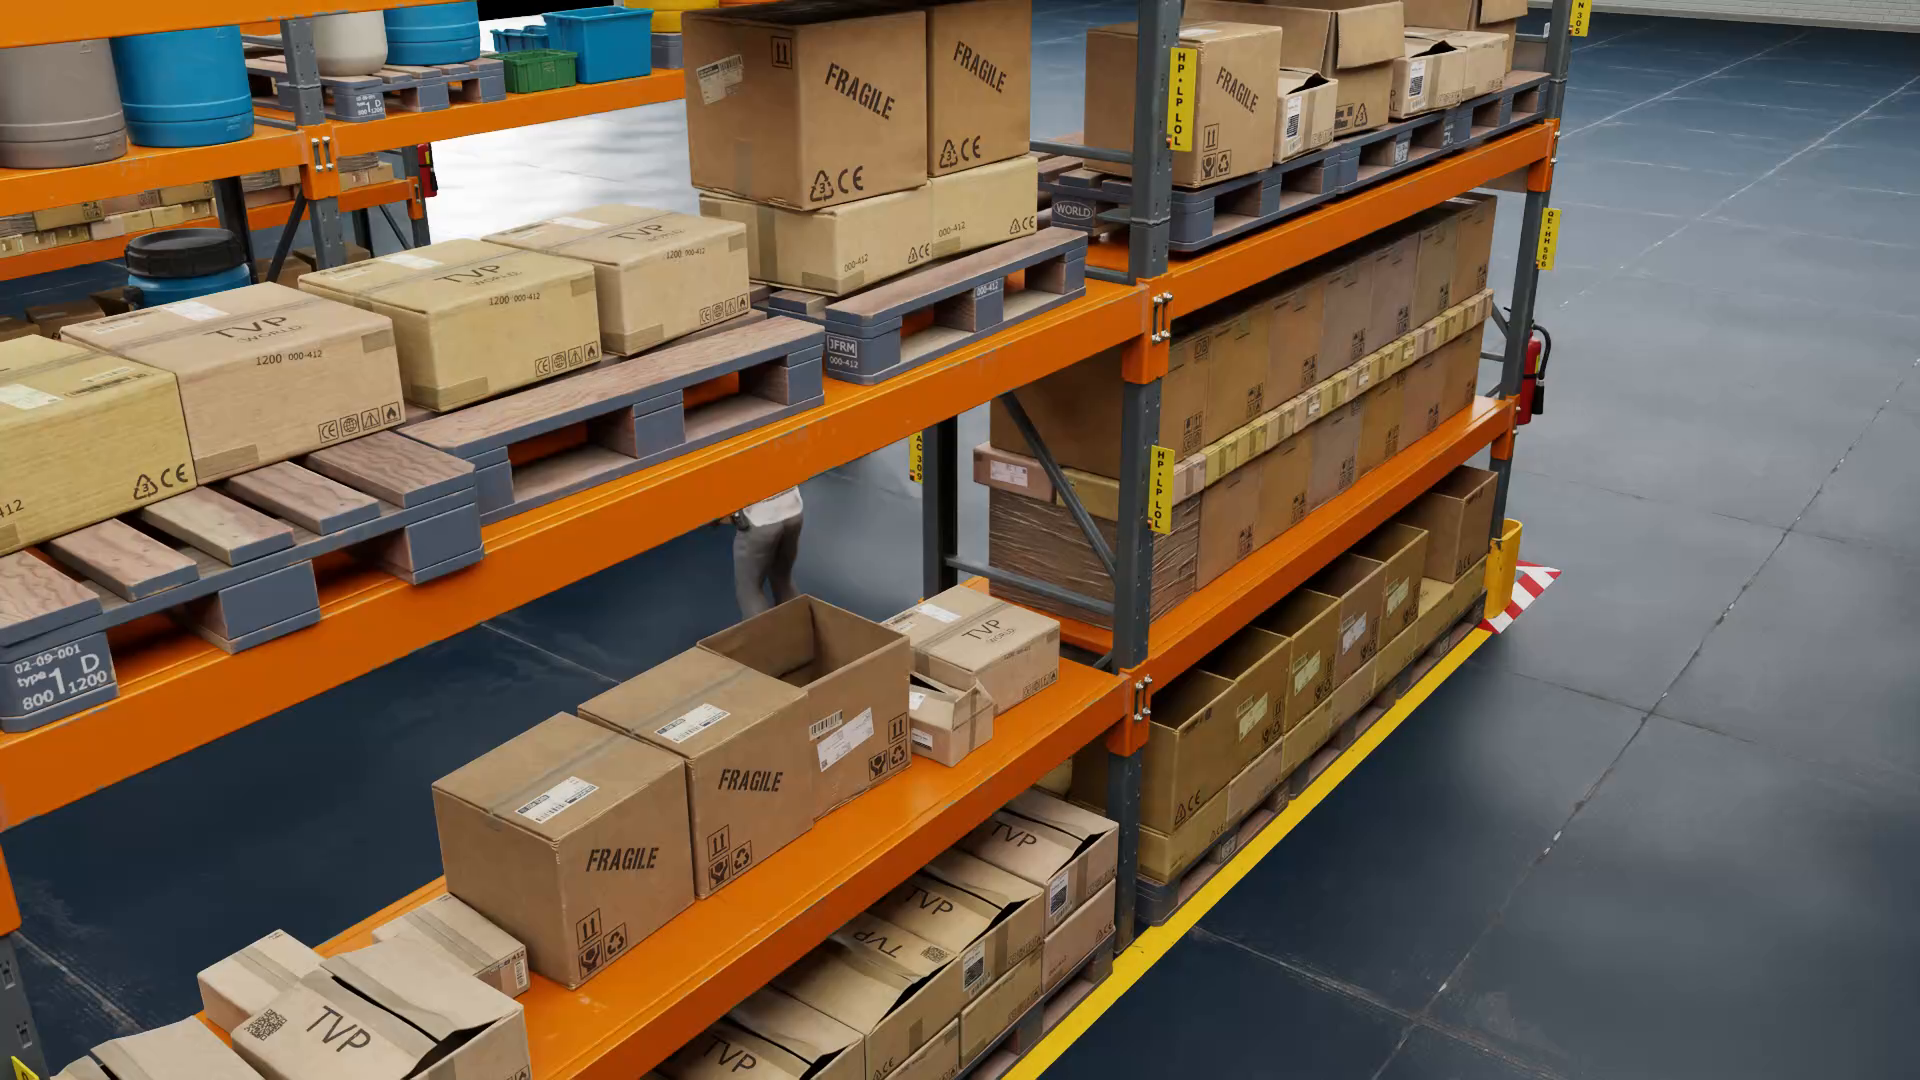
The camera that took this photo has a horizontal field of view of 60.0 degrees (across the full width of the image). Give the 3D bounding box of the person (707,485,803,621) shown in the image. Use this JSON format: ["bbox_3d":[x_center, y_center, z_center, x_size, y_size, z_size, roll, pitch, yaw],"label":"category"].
[{"bbox_3d":[-1.103,-0.114,8.844,0.531,1.685,0.416,16,28,32],"label":"person"}]
